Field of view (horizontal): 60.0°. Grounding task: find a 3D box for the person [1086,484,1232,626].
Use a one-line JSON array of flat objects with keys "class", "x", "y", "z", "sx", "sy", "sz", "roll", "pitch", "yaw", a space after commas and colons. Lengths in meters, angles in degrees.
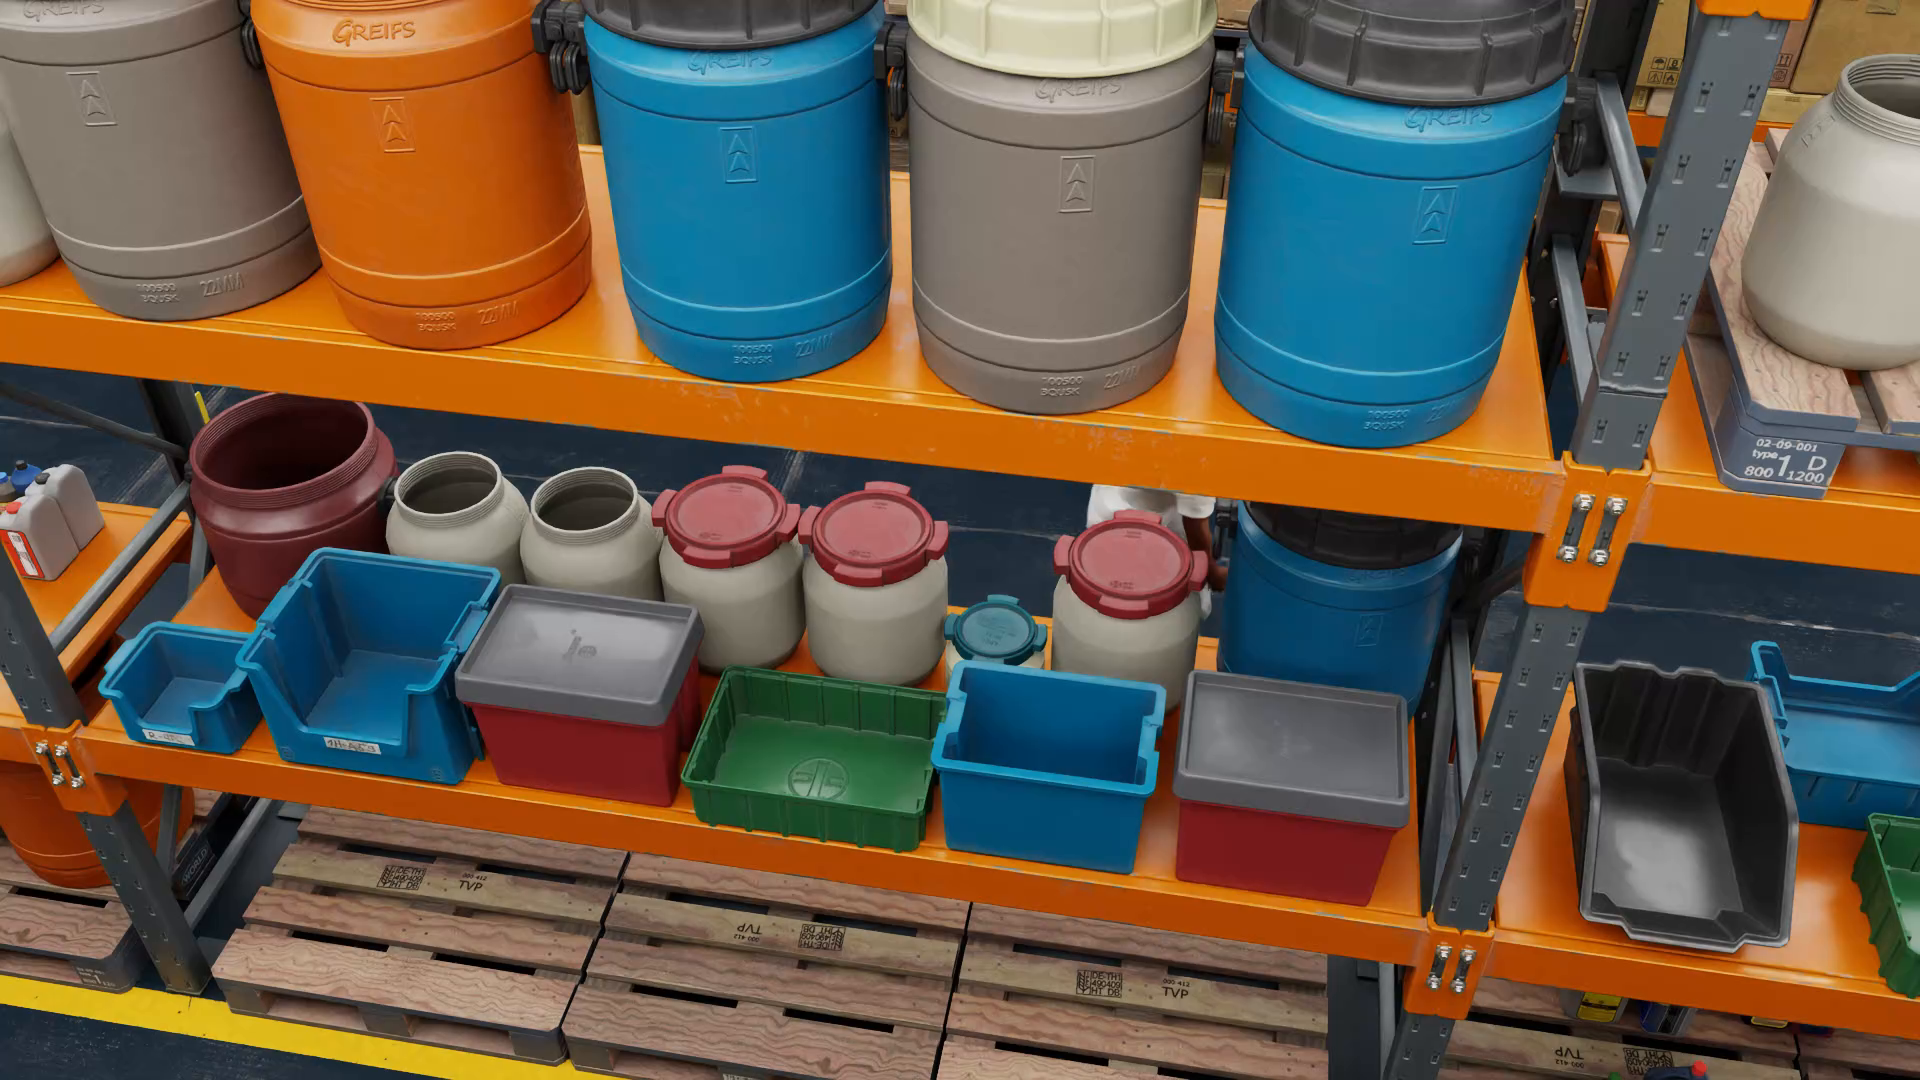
[{"class": "person", "x": 0.850, "y": -0.089, "z": 6.458, "sx": 0.708, "sy": 1.490, "sz": 0.628, "roll": 7, "pitch": 41, "yaw": 8}]
